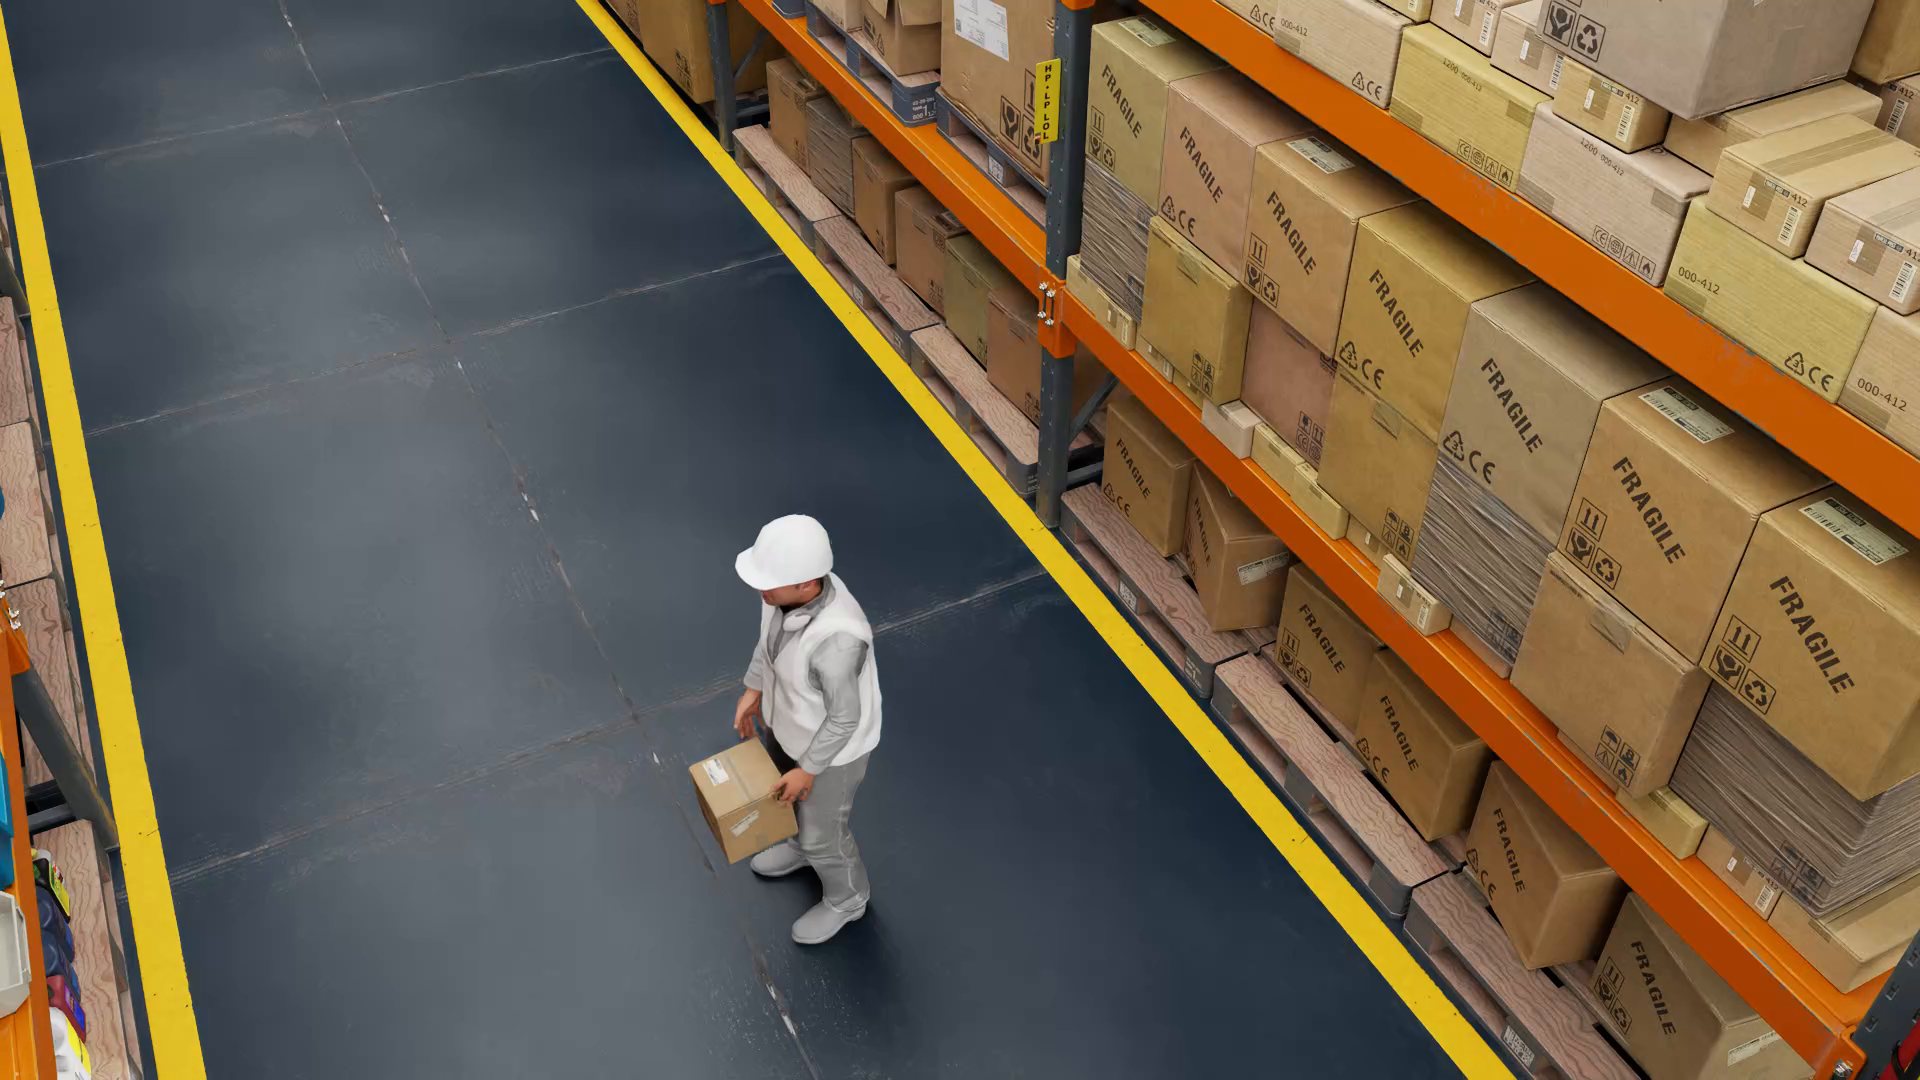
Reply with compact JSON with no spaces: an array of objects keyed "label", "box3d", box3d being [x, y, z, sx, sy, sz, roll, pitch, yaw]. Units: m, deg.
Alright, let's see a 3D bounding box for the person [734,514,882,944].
[{"label":"person","box3d":[-0.481,0.606,5.436,0.434,1.778,0.553,-20,45,-21]}]
